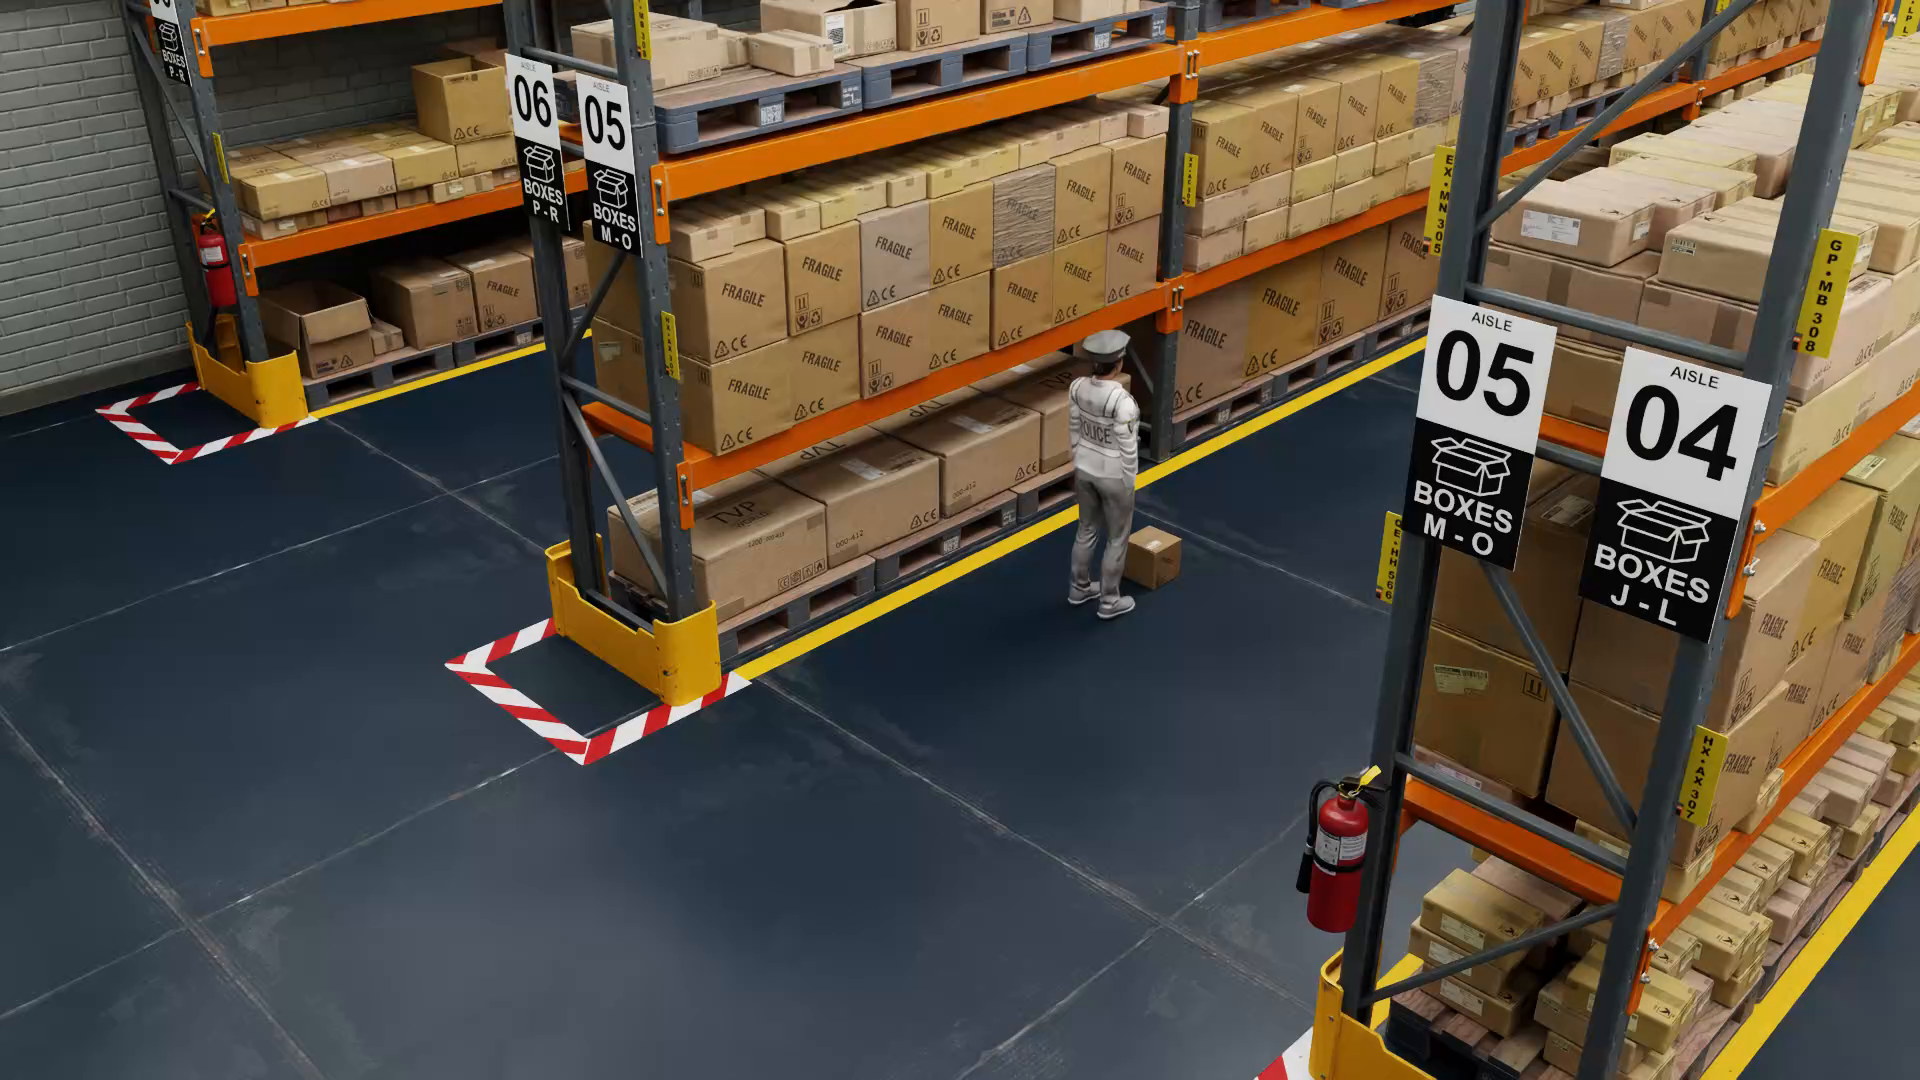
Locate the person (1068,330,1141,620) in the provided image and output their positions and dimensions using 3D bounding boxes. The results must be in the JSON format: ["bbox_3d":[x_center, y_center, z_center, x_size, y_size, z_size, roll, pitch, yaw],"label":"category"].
[{"bbox_3d":[0.808,-0.367,9.315,0.329,1.666,0.468,-24,36,-38],"label":"person"}]
